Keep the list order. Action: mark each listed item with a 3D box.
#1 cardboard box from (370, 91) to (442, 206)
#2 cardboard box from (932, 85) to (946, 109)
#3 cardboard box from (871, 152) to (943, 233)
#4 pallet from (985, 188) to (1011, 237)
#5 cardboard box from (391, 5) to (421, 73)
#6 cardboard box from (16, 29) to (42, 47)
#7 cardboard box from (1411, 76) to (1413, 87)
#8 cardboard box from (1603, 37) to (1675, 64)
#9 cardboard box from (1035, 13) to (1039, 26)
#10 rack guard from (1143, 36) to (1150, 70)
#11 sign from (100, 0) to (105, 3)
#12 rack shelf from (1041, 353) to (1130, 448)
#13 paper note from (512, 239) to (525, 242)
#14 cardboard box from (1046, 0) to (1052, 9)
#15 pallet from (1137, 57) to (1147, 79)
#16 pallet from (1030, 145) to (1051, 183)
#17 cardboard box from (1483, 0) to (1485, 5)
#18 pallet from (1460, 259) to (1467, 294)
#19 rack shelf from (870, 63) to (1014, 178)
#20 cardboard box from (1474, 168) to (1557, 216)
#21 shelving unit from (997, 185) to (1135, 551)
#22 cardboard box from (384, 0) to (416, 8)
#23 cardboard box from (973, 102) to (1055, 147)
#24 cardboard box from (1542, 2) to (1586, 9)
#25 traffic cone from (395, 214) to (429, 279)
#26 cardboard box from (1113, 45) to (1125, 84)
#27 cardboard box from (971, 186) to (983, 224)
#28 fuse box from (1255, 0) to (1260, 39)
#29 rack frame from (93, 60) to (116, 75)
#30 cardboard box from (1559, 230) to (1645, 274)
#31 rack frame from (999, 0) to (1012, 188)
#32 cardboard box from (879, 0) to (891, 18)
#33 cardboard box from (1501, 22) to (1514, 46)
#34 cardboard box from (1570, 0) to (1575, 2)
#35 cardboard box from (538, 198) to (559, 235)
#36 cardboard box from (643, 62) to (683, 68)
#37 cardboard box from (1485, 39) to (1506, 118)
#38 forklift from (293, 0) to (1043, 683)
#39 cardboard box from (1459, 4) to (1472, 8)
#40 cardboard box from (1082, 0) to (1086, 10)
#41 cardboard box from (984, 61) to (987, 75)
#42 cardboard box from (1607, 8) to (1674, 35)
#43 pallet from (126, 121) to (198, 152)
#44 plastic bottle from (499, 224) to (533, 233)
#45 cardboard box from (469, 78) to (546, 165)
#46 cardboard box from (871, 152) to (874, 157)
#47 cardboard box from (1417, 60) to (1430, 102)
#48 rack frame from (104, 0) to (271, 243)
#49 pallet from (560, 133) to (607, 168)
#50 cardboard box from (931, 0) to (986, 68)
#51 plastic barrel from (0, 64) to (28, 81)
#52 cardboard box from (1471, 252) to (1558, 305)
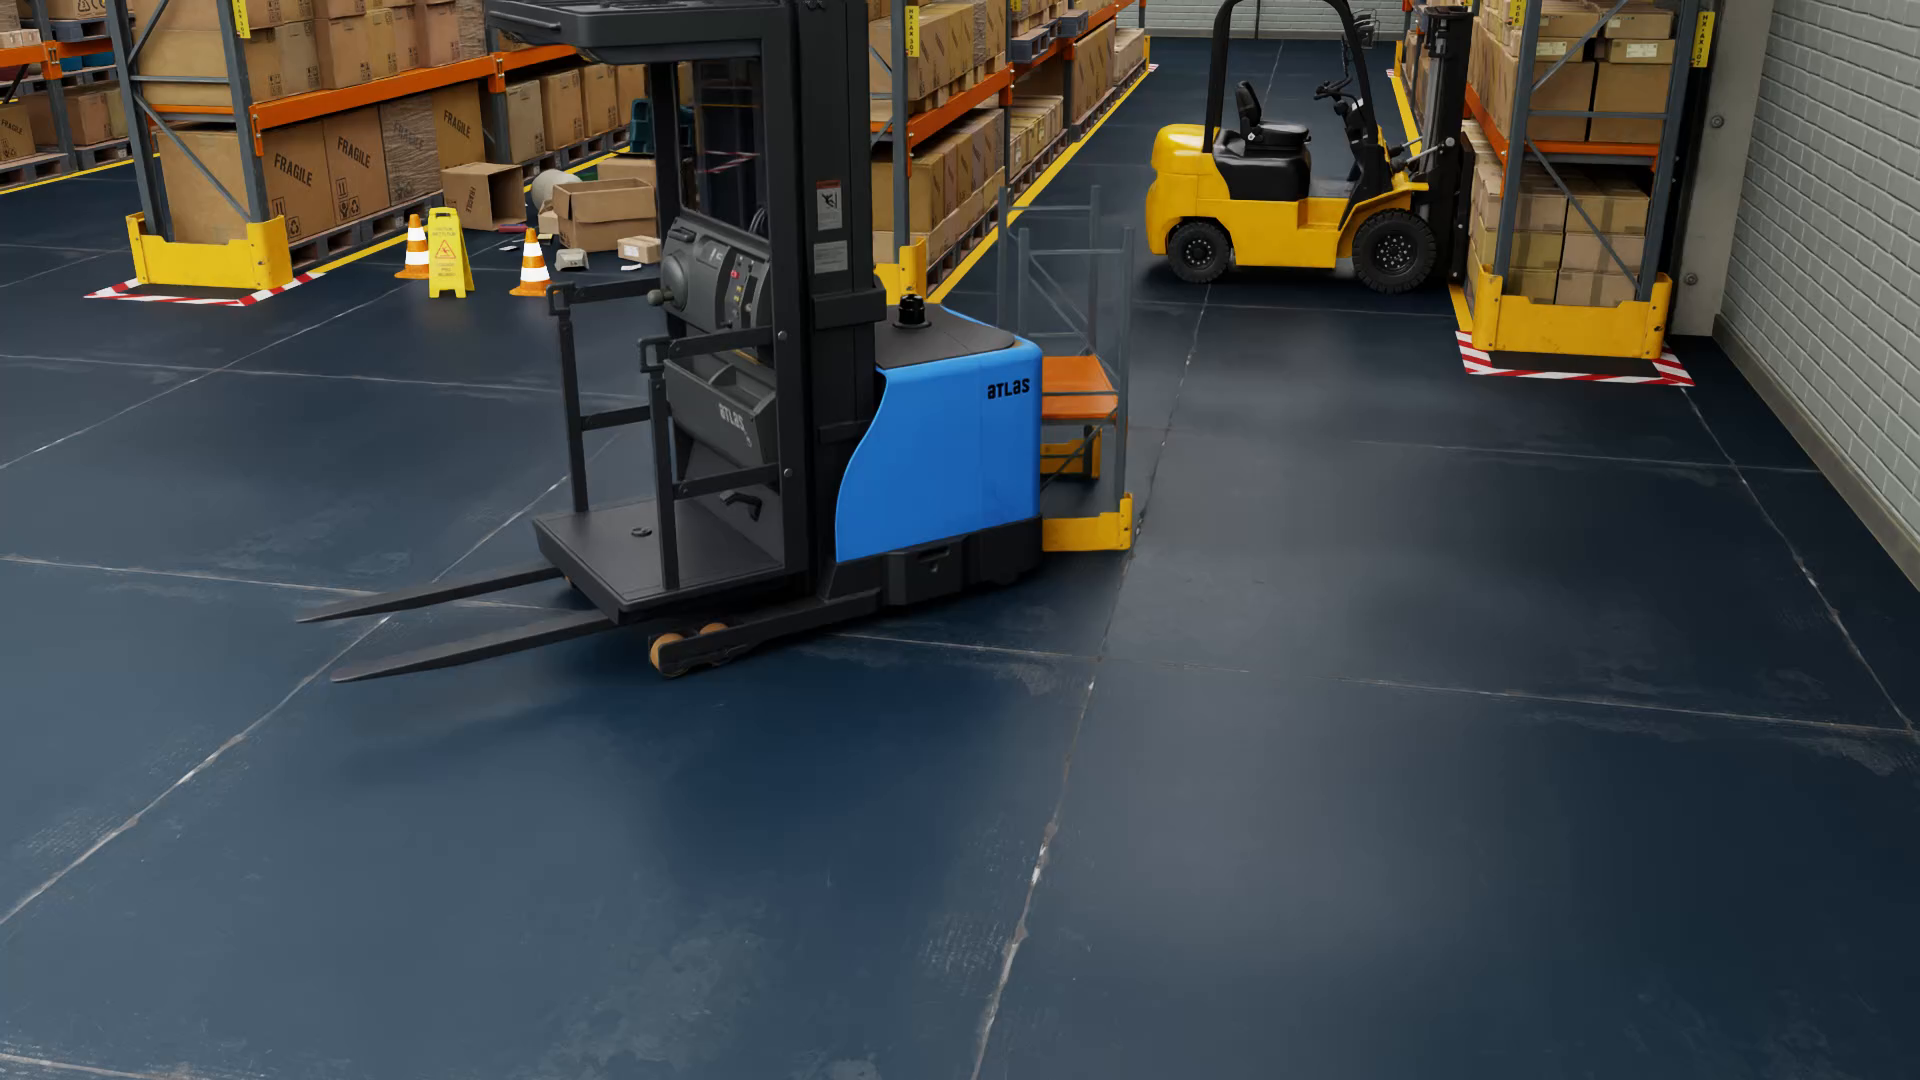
[{"bbox_3d":[-5.282,-3.508,14.831,0.875,0.875,0.875,5,22,11],"label":"cardboard box"},{"bbox_3d":[-0.315,-3.316,12.407,0.380,0.149,0.250,5,22,12],"label":"cardboard box"},{"bbox_3d":[-0.415,-2.600,12.409,0.500,0.500,0.500,4,22,9],"label":"cardboard box"},{"bbox_3d":[-0.141,-2.971,14.948,1.003,0.211,1.213,4,22,11],"label":"pallet"},{"bbox_3d":[-5.284,-4.396,14.552,0.875,0.550,0.550,4,22,11],"label":"cardboard box"},{"bbox_3d":[-9.496,-5.051,16.716,0.380,0.149,0.250,4,22,11],"label":"cardboard box"},{"bbox_3d":[6.280,-6.160,22.388,0.380,0.149,0.250,4,22,9],"label":"cardboard box"},{"bbox_3d":[4.329,-3.125,10.595,0.380,0.149,0.250,4,22,10],"label":"cardboard box"},{"bbox_3d":[0.572,-5.151,16.401,0.380,0.149,0.250,5,22,11],"label":"cardboard box"},{"bbox_3d":[2.415,-7.751,26.430,1.175,0.500,0.348,4,22,11],"label":"rack guard"},{"bbox_3d":[-6.249,-4.084,12.112,0.100,0.325,0.005,4,22,11],"label":"sign"},{"bbox_3d":[0.471,-0.677,8.008,0.538,0.185,1.000,-1,22,-4],"label":"rack shelf"},{"bbox_3d":[-3.760,-2.554,14.181,0.032,0.001,0.123,18,28,38],"label":"paper note"},{"bbox_3d":[0.648,-5.593,16.633,0.500,0.500,0.500,4,22,9],"label":"cardboard box"},{"bbox_3d":[2.324,-7.310,25.721,1.003,0.211,1.213,4,22,11],"label":"pallet"},{"bbox_3d":[0.366,-3.952,17.383,1.003,0.211,1.213,4,22,11],"label":"pallet"},{"bbox_3d":[4.448,-4.292,13.493,0.380,0.149,0.250,5,22,12],"label":"cardboard box"},{"bbox_3d":[4.372,-2.107,12.803,1.003,0.211,1.213,4,22,11],"label":"pallet"},{"bbox_3d":[-0.447,-3.448,13.362,1.077,0.370,4.000,4,22,11],"label":"rack shelf"},{"bbox_3d":[3.892,-2.436,11.666,0.500,0.250,0.500,5,22,12],"label":"cardboard box"},{"bbox_3d":[0.470,-0.847,7.949,0.587,1.500,1.083,-1,22,-4],"label":"shelving unit"},{"bbox_3d":[-5.257,-4.895,14.345,0.875,0.550,0.550,4,22,11],"label":"cardboard box"},{"bbox_3d":[0.510,-4.475,17.906,0.950,0.372,0.625,4,22,10],"label":"cardboard box"},{"bbox_3d":[4.043,-3.581,11.330,0.380,0.149,0.250,5,22,11],"label":"cardboard box"},{"bbox_3d":[-4.223,-2.300,12.944,0.336,0.463,0.334,4,22,11],"label":"traffic cone"},{"bbox_3d":[1.827,-6.666,23.259,0.875,0.438,0.875,4,22,10],"label":"cardboard box"},{"bbox_3d":[-0.103,-2.814,13.945,0.500,0.250,0.500,5,22,12],"label":"cardboard box"},{"bbox_3d":[5.565,-10.154,30.776,0.539,1.711,0.414,4,22,11],"label":"fuse box"},{"bbox_3d":[-12.956,-8.572,25.122,1.000,3.000,0.127,4,22,11],"label":"rack frame"},{"bbox_3d":[4.305,-1.980,11.205,0.500,0.250,0.500,5,22,12],"label":"cardboard box"},{"bbox_3d":[-0.038,-4.513,15.044,1.000,3.000,0.127,4,22,11],"label":"rack frame"},{"bbox_3d":[-0.853,-4.086,12.114,0.700,0.500,0.500,5,22,11],"label":"cardboard box"},{"bbox_3d":[4.008,-3.545,11.640,0.380,0.149,0.250,4,22,9],"label":"cardboard box"},{"bbox_3d":[4.677,-3.925,12.185,0.380,0.149,0.250,5,22,12],"label":"cardboard box"},{"bbox_3d":[-3.453,-2.816,14.490,0.396,0.266,0.258,8,23,20],"label":"cardboard box"},{"bbox_3d":[-3.711,-5.933,20.350,0.500,0.250,0.500,3,22,8],"label":"cardboard box"},{"bbox_3d":[4.068,-3.296,11.888,0.500,0.500,0.500,4,22,10],"label":"cardboard box"},{"bbox_3d":[-1.155,-1.048,6.534,3.031,2.935,1.130,-13,25,-30],"label":"forklift"},{"bbox_3d":[4.769,-4.686,15.005,0.500,0.250,0.500,4,22,10],"label":"cardboard box"},{"bbox_3d":[1.211,-6.255,19.571,0.500,0.250,0.500,4,22,9],"label":"cardboard box"},{"bbox_3d":[0.021,-4.074,14.291,0.380,0.149,0.250,5,22,11],"label":"cardboard box"},{"bbox_3d":[4.399,-3.357,10.774,0.380,0.149,0.250,5,23,13],"label":"cardboard box"},{"bbox_3d":[-9.336,-4.707,19.259,1.003,0.211,1.213,4,22,11],"label":"pallet"},{"bbox_3d":[-3.879,-2.723,14.534,0.283,0.061,0.133,-3,22,-8],"label":"plastic bottle"},{"bbox_3d":[-4.866,-4.238,16.812,1.050,0.750,0.750,4,22,11],"label":"cardboard box"},{"bbox_3d":[-0.946,-2.630,12.484,0.500,0.500,0.500,5,22,11],"label":"cardboard box"},{"bbox_3d":[6.036,-5.742,20.879,0.500,0.500,0.500,4,22,10],"label":"cardboard box"},{"bbox_3d":[-5.721,-3.390,12.257,1.000,3.000,0.127,4,22,11],"label":"rack frame"},{"bbox_3d":[-4.574,-4.295,18.236,1.003,0.211,1.213,4,22,11],"label":"pallet"},{"bbox_3d":[-0.085,-4.137,13.578,0.500,0.500,0.500,5,22,12],"label":"cardboard box"},{"bbox_3d":[-13.459,-6.778,23.335,0.600,0.588,0.708,4,22,11],"label":"plastic barrel"},{"bbox_3d":[3.792,-1.788,11.397,0.500,0.250,0.500,5,22,11],"label":"cardboard box"}]
